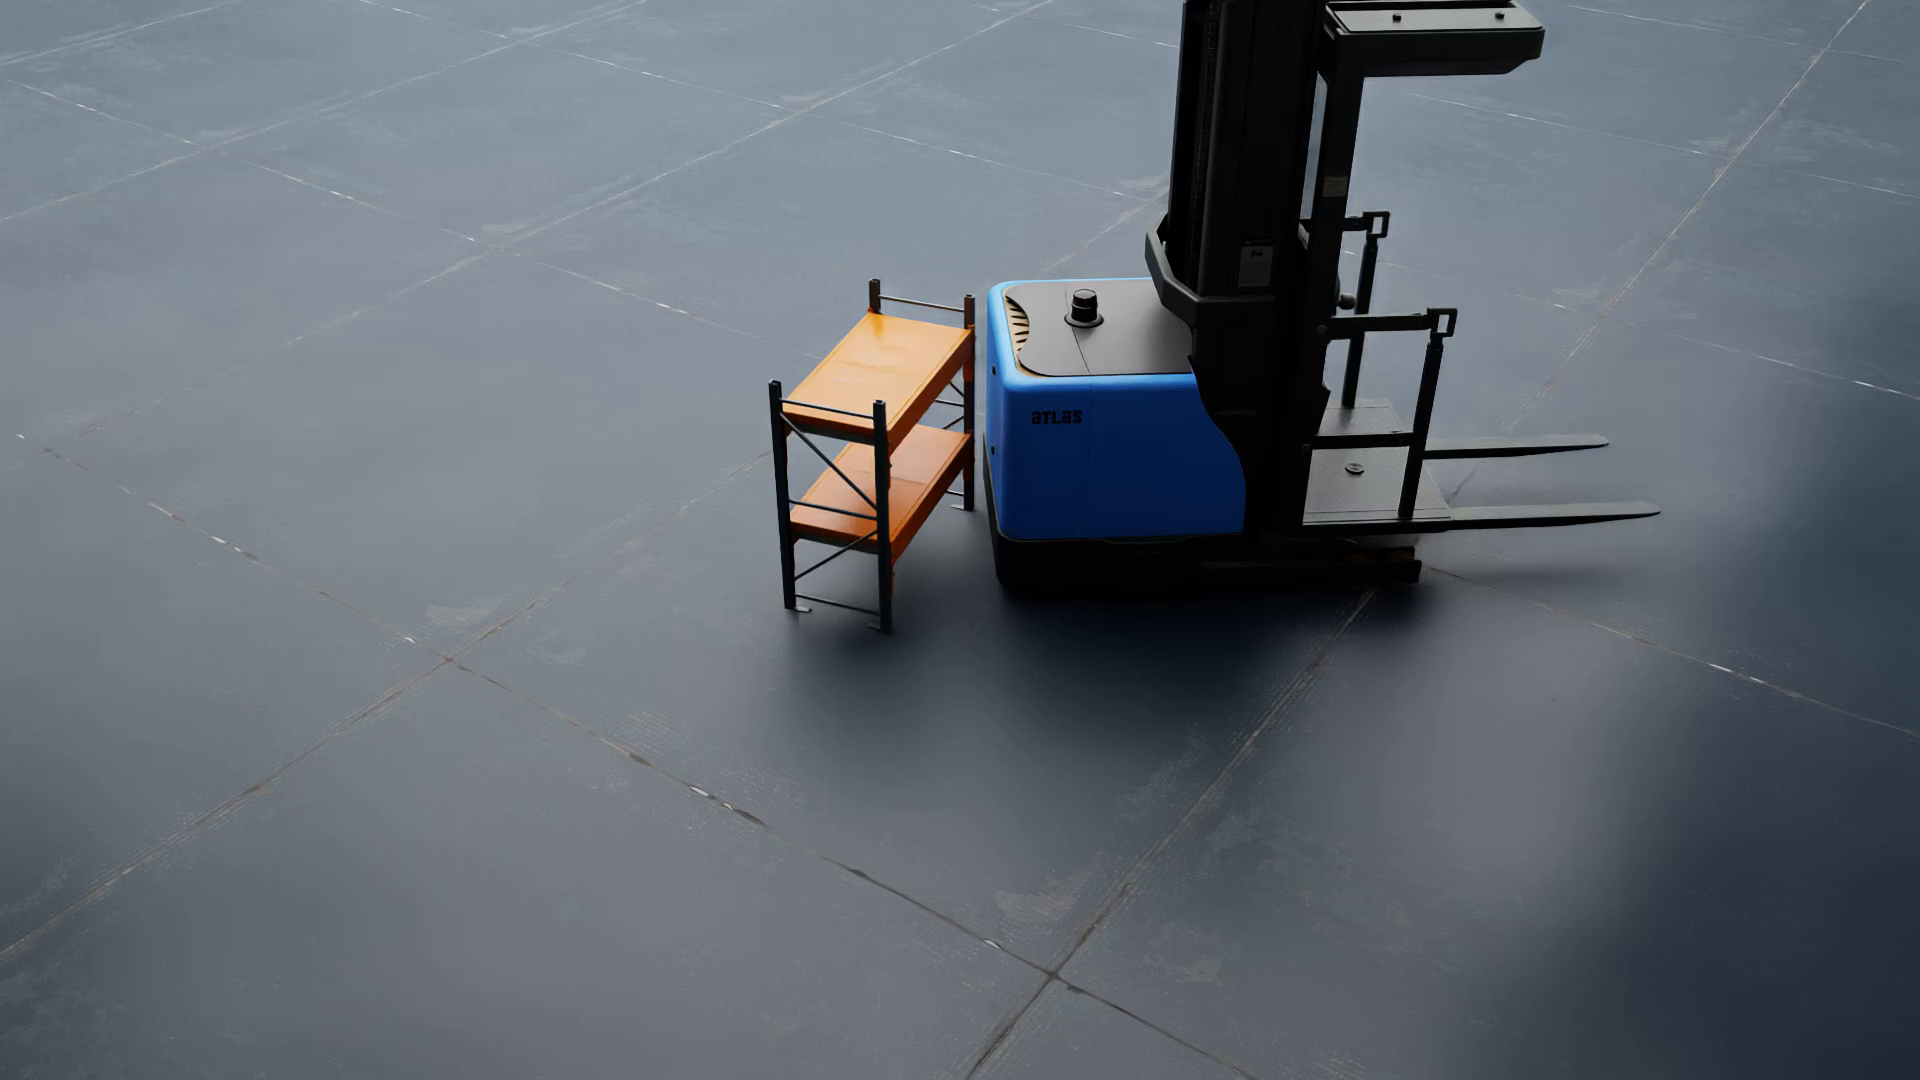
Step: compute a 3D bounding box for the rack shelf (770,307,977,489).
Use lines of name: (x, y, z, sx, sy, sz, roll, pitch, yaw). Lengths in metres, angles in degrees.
rack shelf: (-0.351, -0.632, 7.158, 0.538, 0.278, 1.000, 12, 36, 17)

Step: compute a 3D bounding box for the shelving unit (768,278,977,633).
shelving unit: (-0.351, -0.390, 7.322, 0.538, 1.125, 1.048, 12, 36, 17)

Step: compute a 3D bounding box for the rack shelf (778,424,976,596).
rack shelf: (-0.351, -0.187, 7.459, 0.538, 0.278, 1.000, 12, 36, 17)

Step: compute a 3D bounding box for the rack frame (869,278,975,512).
rack frame: (-0.171, -0.656, 7.716, 0.500, 1.125, 0.032, 12, 36, 17)

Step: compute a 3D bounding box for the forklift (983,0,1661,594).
forklift: (1.650, -1.289, 7.040, 3.031, 2.935, 1.130, -2, 34, -3)

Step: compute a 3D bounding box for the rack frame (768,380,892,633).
rack frame: (-0.531, -0.123, 6.928, 0.500, 1.125, 0.032, 12, 36, 17)
